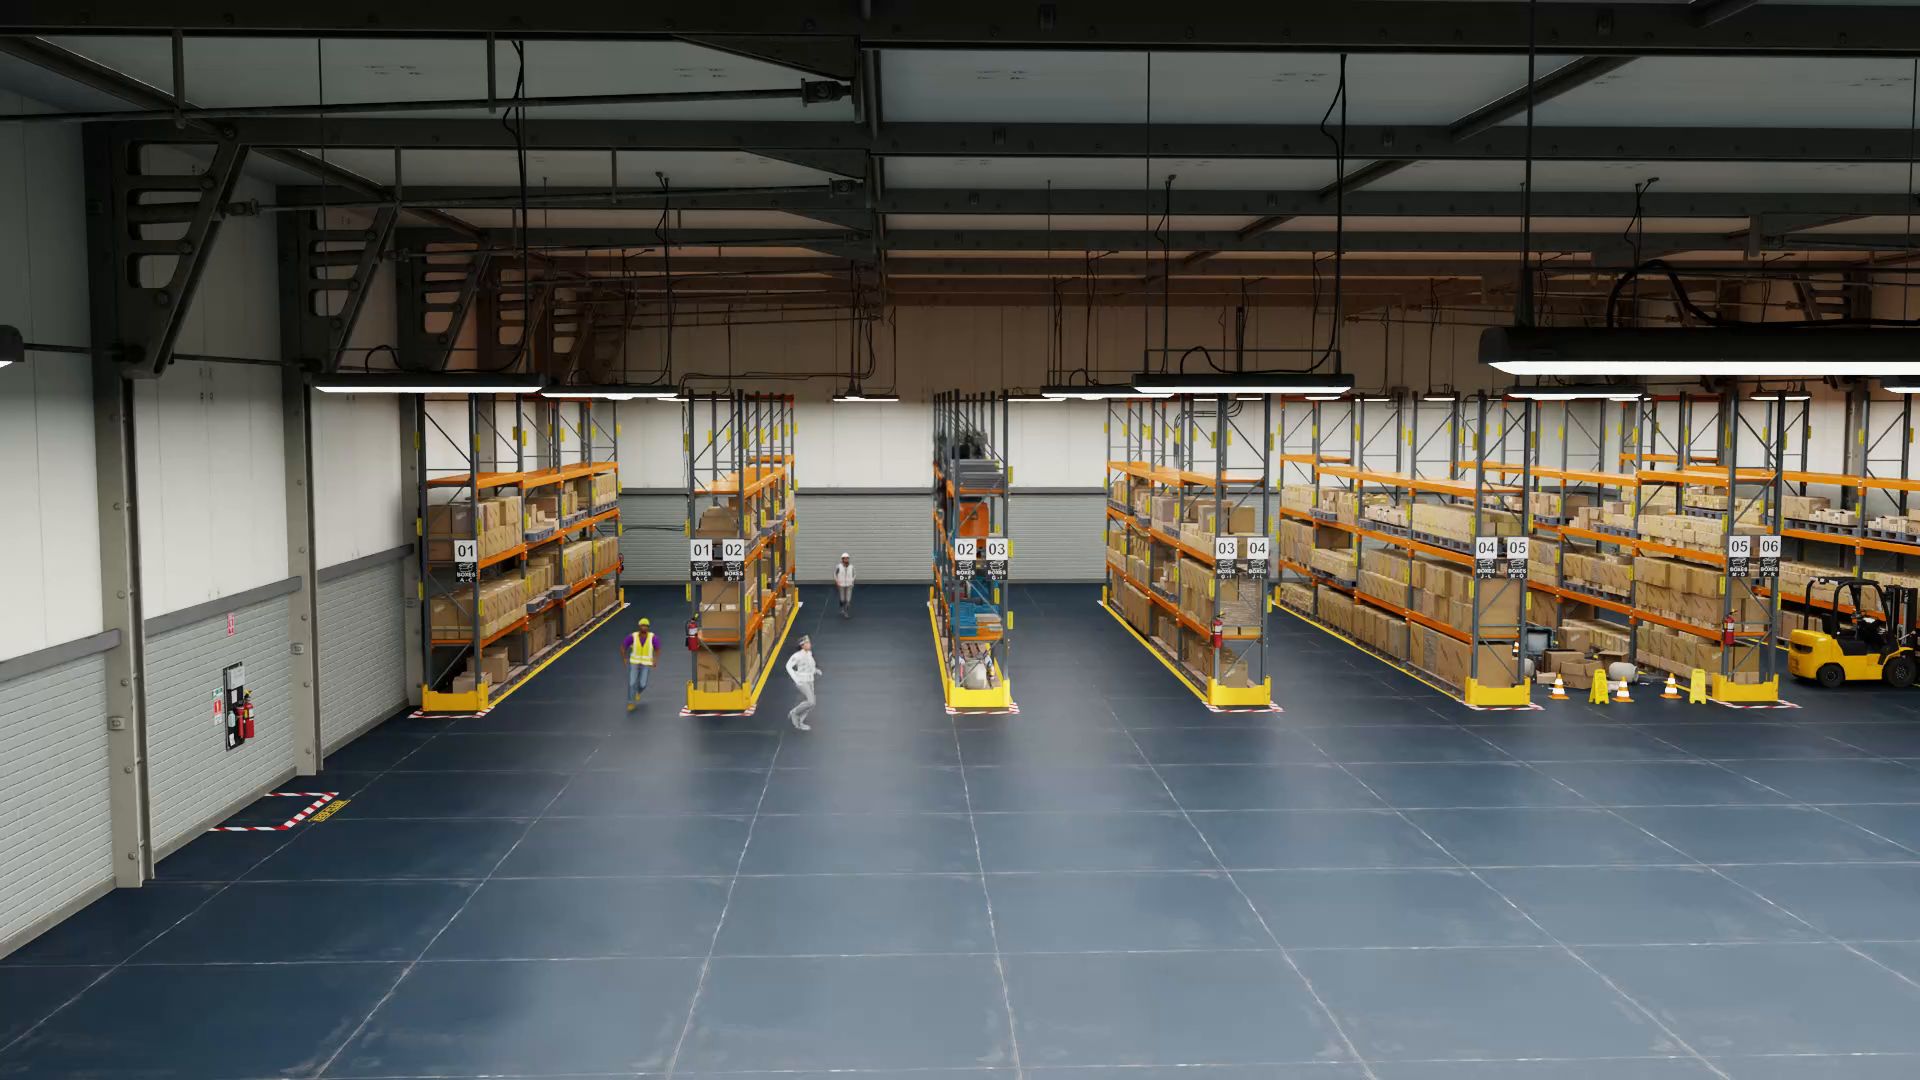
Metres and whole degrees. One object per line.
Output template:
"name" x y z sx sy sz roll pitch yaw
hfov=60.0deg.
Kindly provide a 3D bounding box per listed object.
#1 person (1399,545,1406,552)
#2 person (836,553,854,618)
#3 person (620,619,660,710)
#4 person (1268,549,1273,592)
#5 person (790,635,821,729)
"person" 13.056 0.881 49.262 0.659 1.676 0.568 0 5 -4
"person" -3.103 1.217 44.690 0.531 1.736 0.542 -1 5 -10
"person" -6.025 2.329 31.365 0.750 1.714 0.554 -1 5 -12
"person" 8.912 0.993 48.999 0.481 1.508 0.626 0 5 -5
"person" -2.716 2.506 29.220 0.509 1.669 0.486 3 5 29
